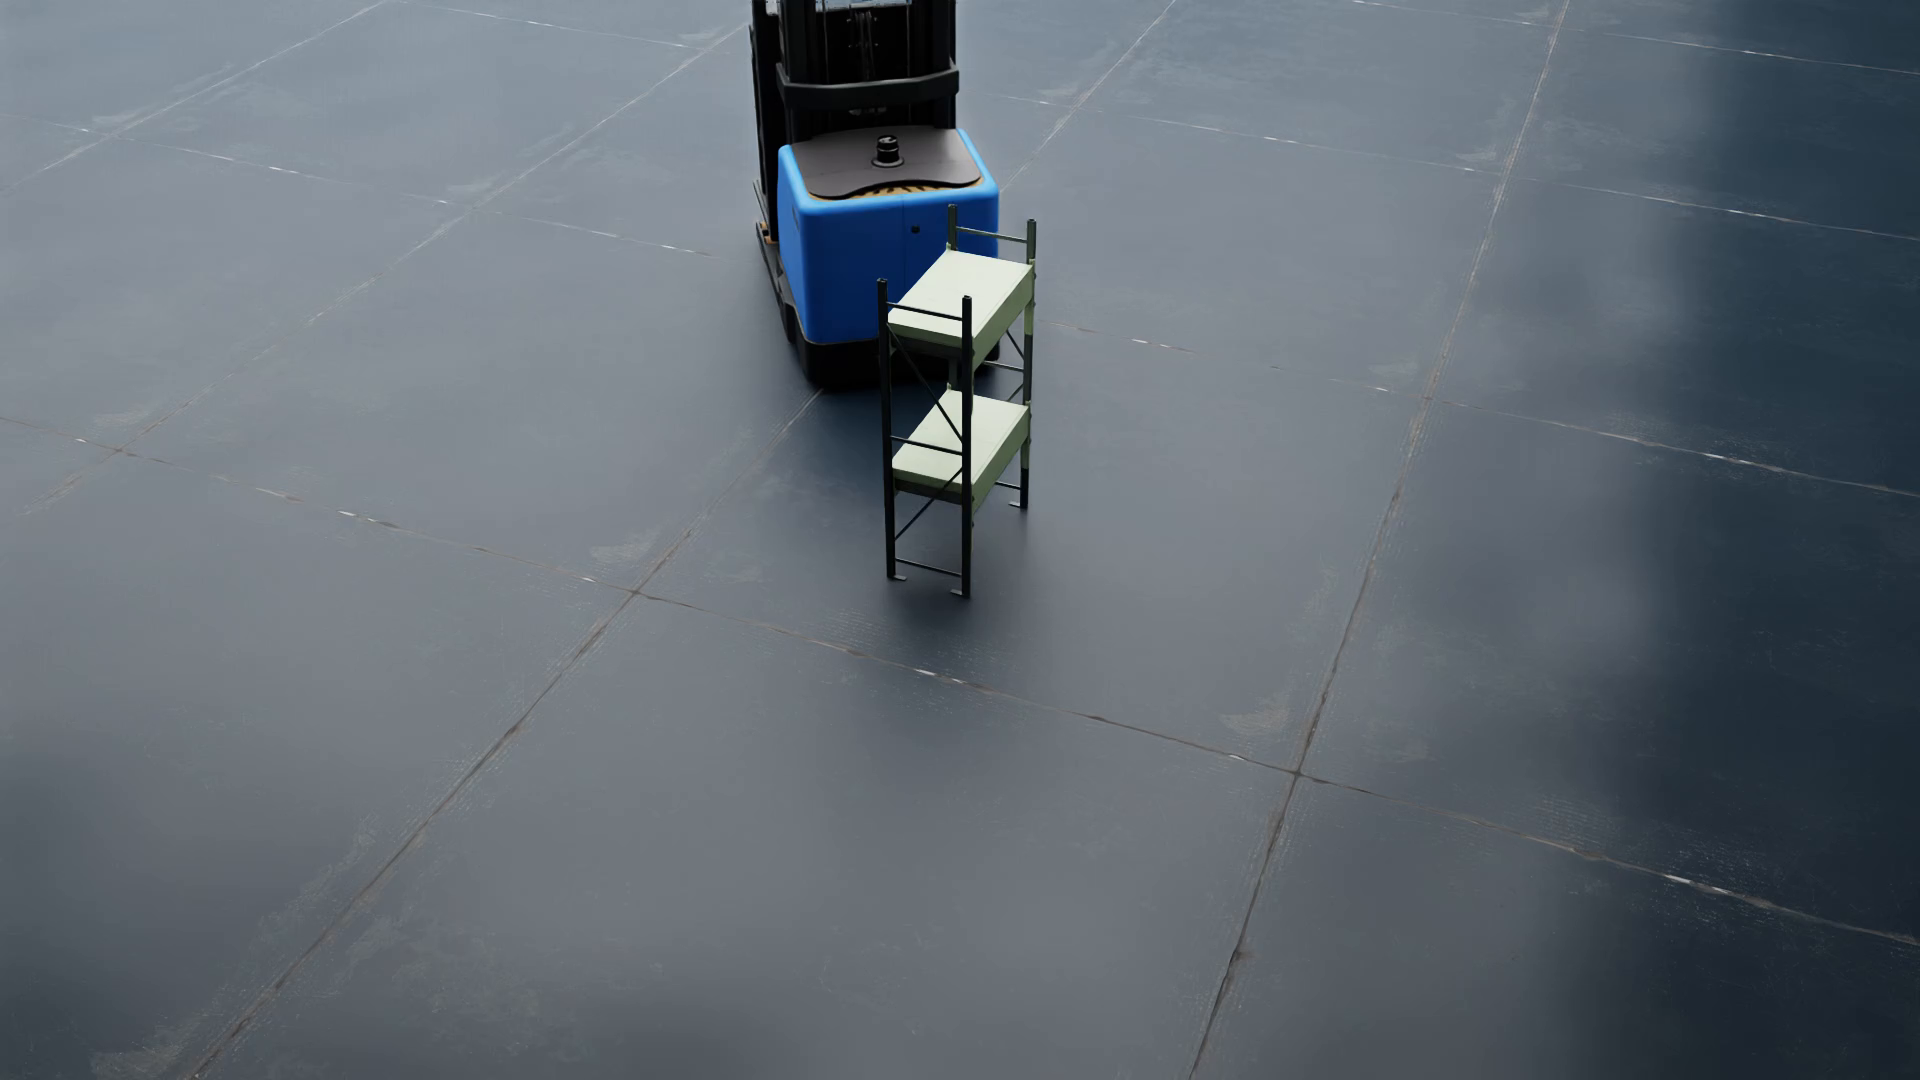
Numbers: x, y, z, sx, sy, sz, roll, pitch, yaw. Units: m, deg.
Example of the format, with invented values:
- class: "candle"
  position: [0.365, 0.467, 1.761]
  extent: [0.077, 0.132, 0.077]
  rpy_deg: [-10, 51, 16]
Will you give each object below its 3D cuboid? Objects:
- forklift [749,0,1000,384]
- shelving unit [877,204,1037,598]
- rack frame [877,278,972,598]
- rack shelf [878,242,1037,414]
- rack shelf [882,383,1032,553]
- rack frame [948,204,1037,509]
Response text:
- class: "forklift"
  position: [-0.620, -2.873, 9.146]
  extent: [1.130, 2.935, 3.031]
  rpy_deg: [-8, 38, -10]
- class: "shelving unit"
  position: [-0.003, -0.597, 7.296]
  extent: [0.431, 1.500, 0.755]
  rpy_deg: [14, 39, 18]
- class: "rack frame"
  position: [-0.142, -0.394, 7.025]
  extent: [0.400, 1.500, 0.023]
  rpy_deg: [14, 39, 18]
- class: "rack shelf"
  position: [-0.003, -0.910, 7.062]
  extent: [0.431, 0.370, 0.720]
  rpy_deg: [14, 39, 18]
- class: "rack shelf"
  position: [-0.003, -0.336, 7.491]
  extent: [0.431, 0.370, 0.720]
  rpy_deg: [14, 39, 18]
- class: "rack frame"
  position: [0.137, -0.800, 7.567]
  extent: [0.400, 1.500, 0.023]
  rpy_deg: [14, 39, 18]
